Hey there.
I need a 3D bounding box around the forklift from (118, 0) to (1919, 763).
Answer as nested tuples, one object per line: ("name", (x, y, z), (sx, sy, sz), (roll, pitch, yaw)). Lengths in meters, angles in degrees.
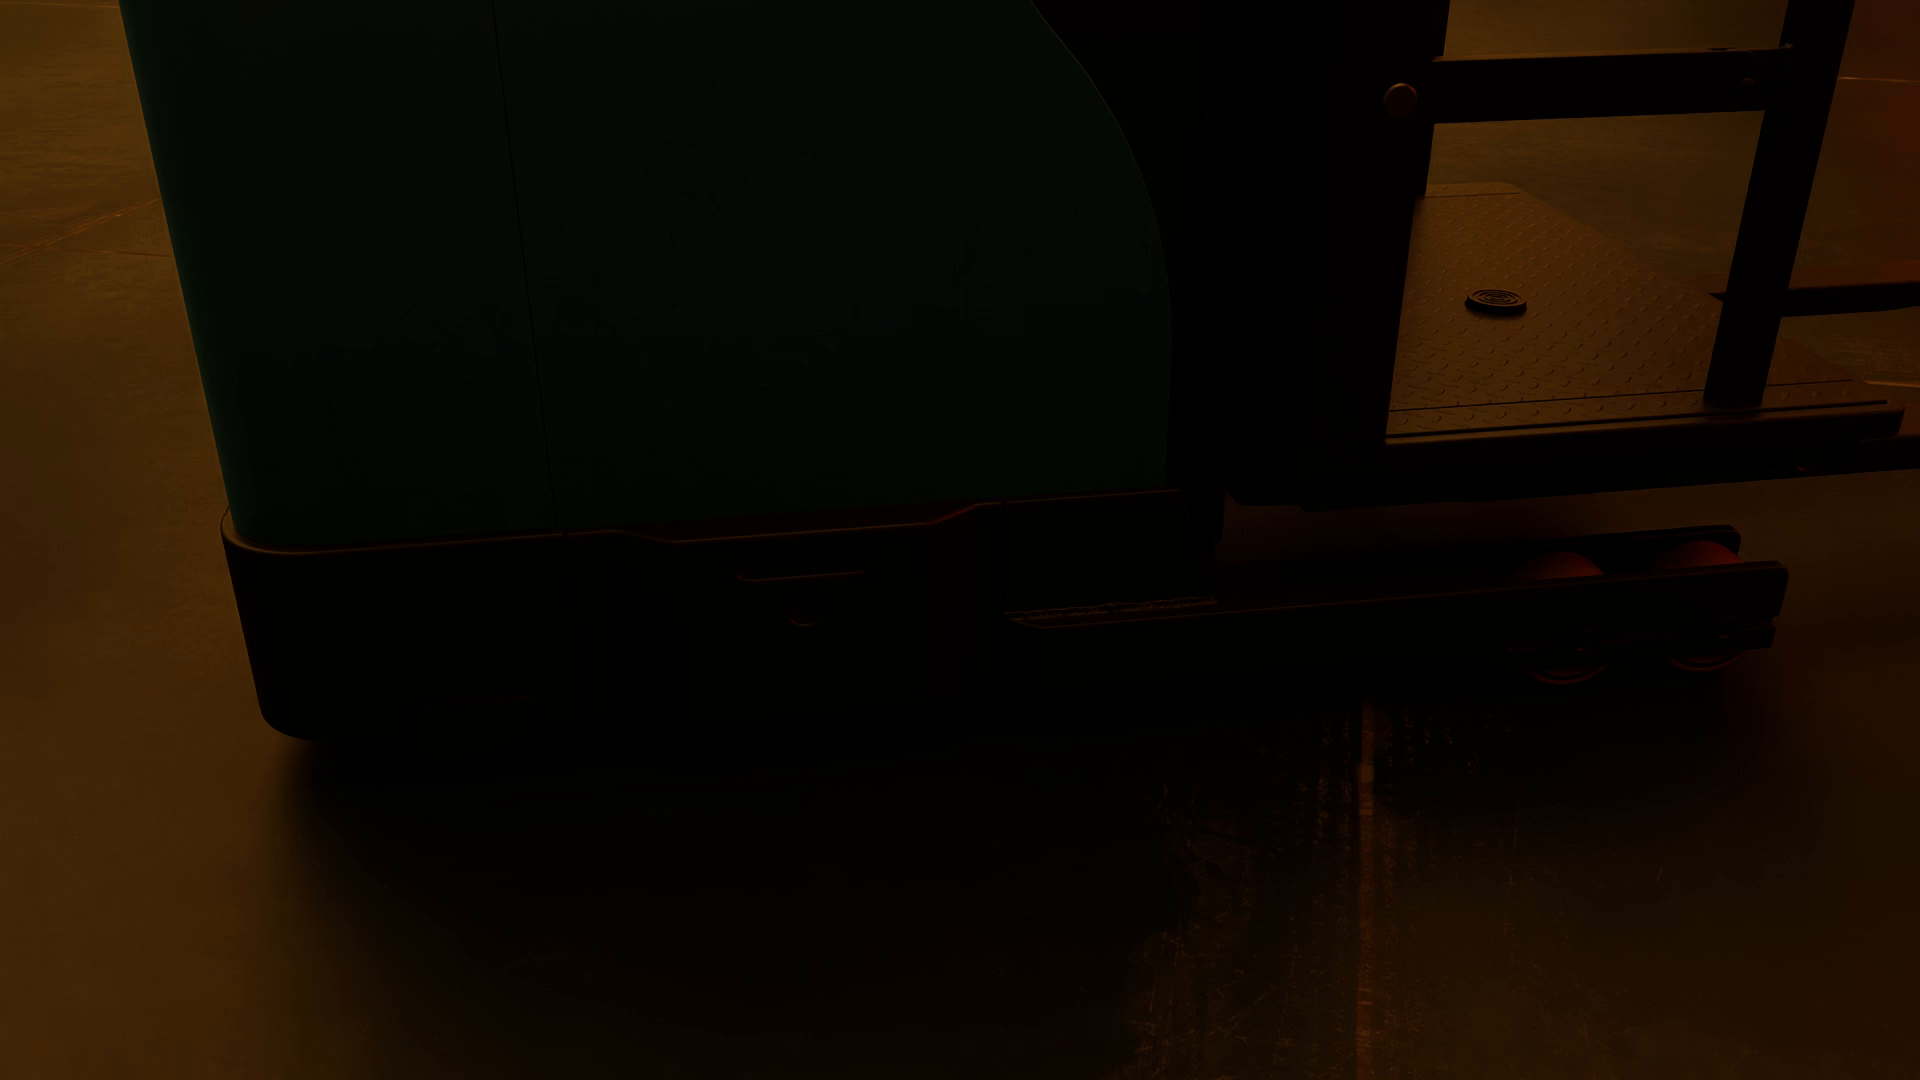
("forklift", (0.600, -1.354, 1.930), (3.031, 2.935, 1.130), (-4, 27, -9))
